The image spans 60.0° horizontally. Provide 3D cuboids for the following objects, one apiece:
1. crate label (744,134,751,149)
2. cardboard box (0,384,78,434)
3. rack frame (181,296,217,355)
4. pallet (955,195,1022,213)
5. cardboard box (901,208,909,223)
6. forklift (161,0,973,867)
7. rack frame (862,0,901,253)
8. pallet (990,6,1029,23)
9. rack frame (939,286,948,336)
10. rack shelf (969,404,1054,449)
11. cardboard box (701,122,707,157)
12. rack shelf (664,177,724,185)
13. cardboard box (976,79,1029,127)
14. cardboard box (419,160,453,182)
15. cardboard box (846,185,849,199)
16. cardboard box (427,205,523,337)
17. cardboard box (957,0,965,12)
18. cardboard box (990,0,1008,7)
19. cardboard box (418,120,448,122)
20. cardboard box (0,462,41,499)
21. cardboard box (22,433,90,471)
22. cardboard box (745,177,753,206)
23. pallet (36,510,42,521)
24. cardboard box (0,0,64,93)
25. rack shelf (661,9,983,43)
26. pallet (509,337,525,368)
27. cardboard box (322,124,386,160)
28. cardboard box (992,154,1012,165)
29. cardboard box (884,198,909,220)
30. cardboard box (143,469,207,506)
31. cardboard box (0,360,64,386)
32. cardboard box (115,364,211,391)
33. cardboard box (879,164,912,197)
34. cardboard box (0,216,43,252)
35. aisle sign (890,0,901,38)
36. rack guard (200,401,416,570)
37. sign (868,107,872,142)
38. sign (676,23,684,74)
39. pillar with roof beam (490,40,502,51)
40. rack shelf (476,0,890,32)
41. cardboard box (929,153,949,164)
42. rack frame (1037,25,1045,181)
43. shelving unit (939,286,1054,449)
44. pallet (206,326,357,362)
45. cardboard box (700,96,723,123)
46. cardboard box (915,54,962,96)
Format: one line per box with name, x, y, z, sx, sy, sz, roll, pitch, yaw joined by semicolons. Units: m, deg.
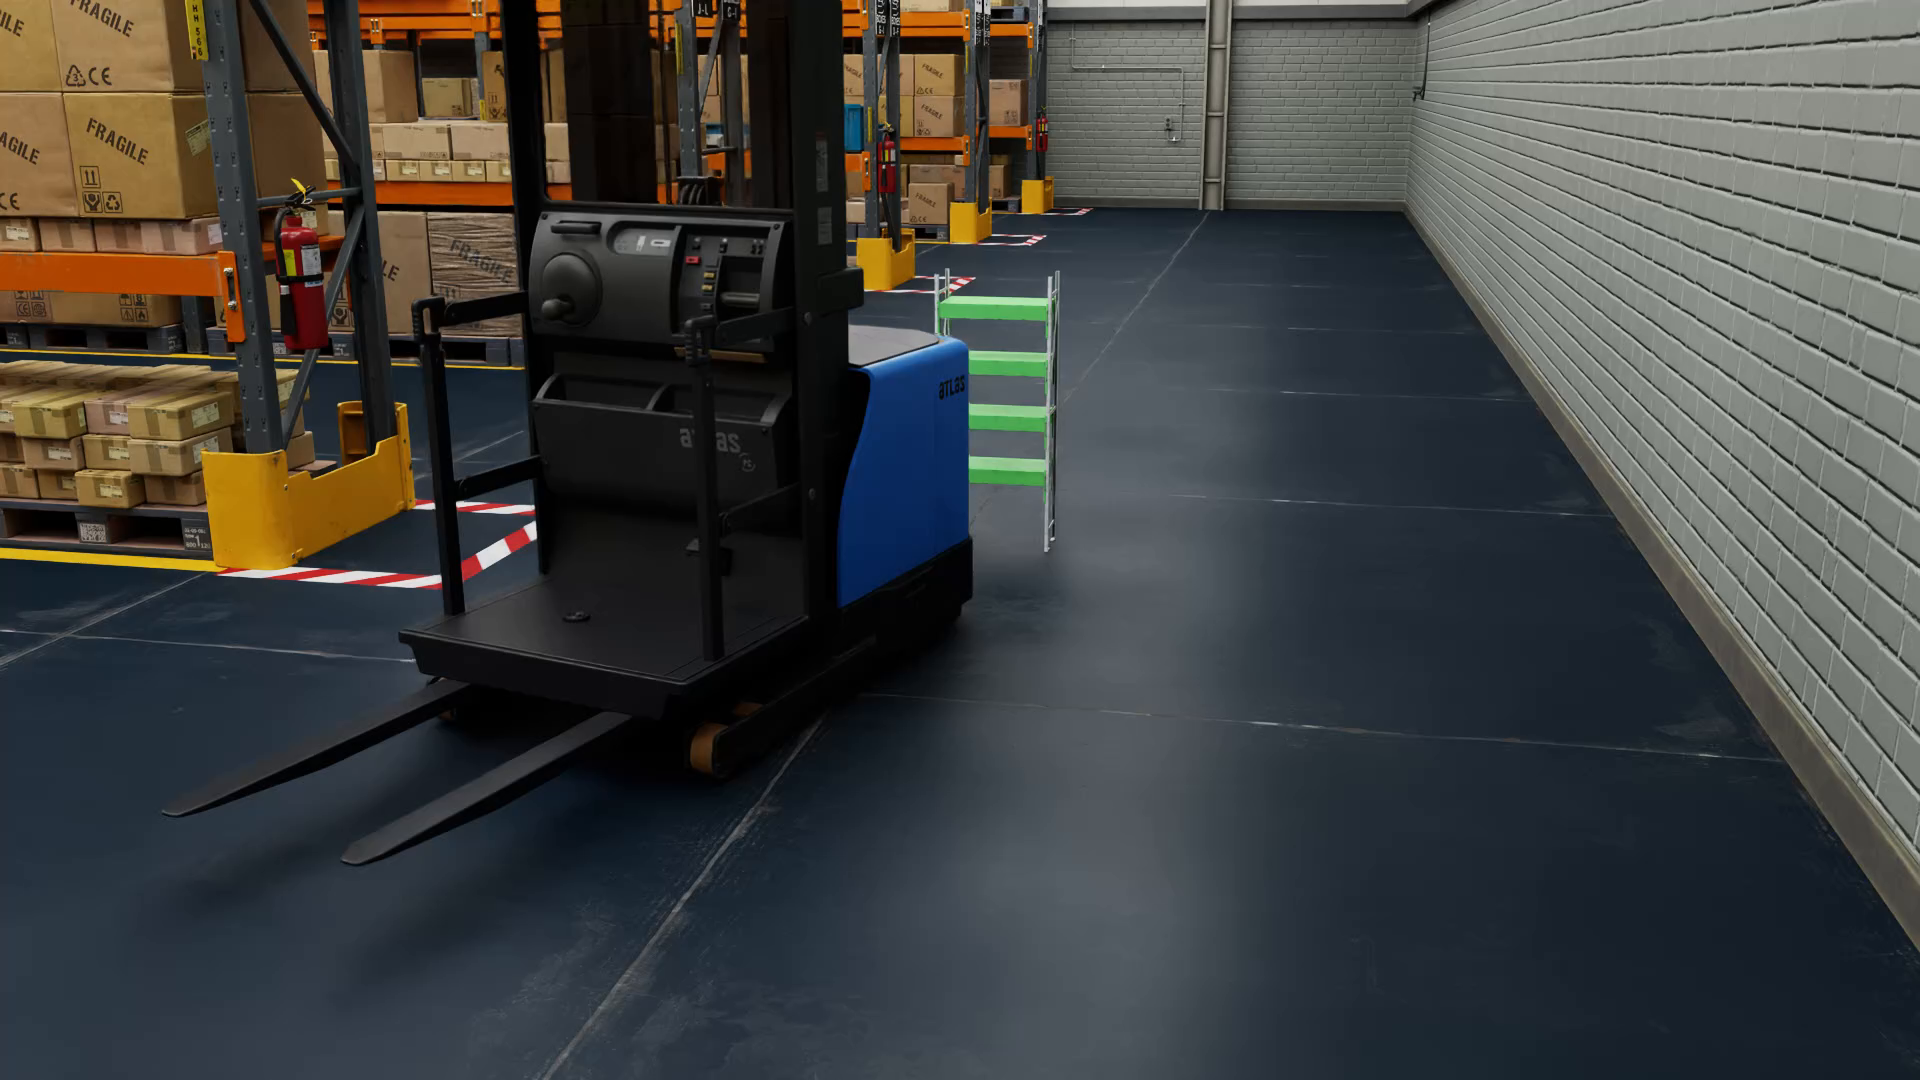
crate label;-2.164;-3.985;16.641;0.243;0.136;0.396;3;16;11
cardboard box;-4.168;-0.588;7.435;0.250;0.149;0.380;2;16;9
rack frame;-5.676;-2.977;12.619;0.127;3.000;1.000;3;16;11
pallet;0.406;-5.329;26.336;1.213;0.211;1.003;3;16;11
cardboard box;-0.740;-4.211;21.559;0.250;0.166;0.380;3;16;11
forklift;-1.051;-0.837;5.024;1.130;2.935;3.031;7;17;25
rack frame;-0.770;-4.060;16.528;0.127;3.000;1.000;3;16;11
pallet;0.476;-8.091;25.628;1.213;0.211;1.003;3;16;11
rack frame;-0.077;-0.582;7.346;0.006;1.046;0.228;3;16;11
rack shelf;0.162;-0.508;7.317;0.480;0.148;0.258;3;16;11
cardboard box;-2.173;-2.931;12.178;0.500;0.250;0.500;3;16;10
rack shelf;-3.716;-2.652;12.295;3.809;0.052;0.919;3;16;11
cardboard box;0.703;-6.820;25.933;0.700;0.700;0.980;4;16;14
cardboard box;-3.669;-2.657;11.936;0.250;0.149;0.380;3;16;12
cardboard box;-1.856;-4.478;21.892;0.637;0.503;0.797;3;16;11
cardboard box;-3.291;-2.004;12.300;0.875;0.875;0.875;3;16;11
cardboard box;-0.232;-6.822;21.164;0.500;0.250;0.500;3;16;11
cardboard box;0.434;-8.245;25.324;0.500;0.250;0.500;4;16;13
cardboard box;-4.184;-3.039;12.567;0.502;0.250;0.502;3;16;12
cardboard box;-4.160;-0.307;7.536;0.250;0.149;0.380;3;16;12
cardboard box;-3.928;-0.424;7.401;0.250;0.149;0.380;2;16;9
cardboard box;-3.084;-4.619;22.407;0.500;0.500;0.500;3;16;11
pallet;-4.899;-0.250;7.999;1.213;0.211;1.003;3;16;11
cardboard box;-3.839;-2.131;6.950;0.500;0.500;0.500;3;16;9
rack shelf;-1.739;-6.560;21.285;4.000;0.370;1.077;3;16;11
pallet;-2.556;-1.442;12.303;1.213;0.211;1.003;3;16;11
cardboard box;-4.273;-2.900;12.067;0.500;0.250;0.500;4;16;12
cardboard box;0.661;-6.018;26.280;0.250;0.149;0.380;3;16;11
cardboard box;-0.745;-4.372;21.982;0.500;0.250;0.500;3;16;11
cardboard box;-3.401;-0.274;7.415;0.250;0.149;0.380;3;16;12
cardboard box;-4.583;-0.769;8.087;0.250;0.149;0.380;3;16;12
cardboard box;-3.805;-0.734;7.961;0.250;0.149;0.380;3;16;11
cardboard box;-1.009;-5.740;26.489;0.500;0.500;0.700;3;16;12
cardboard box;-3.959;-1.334;7.159;0.250;0.149;0.380;4;16;13
aisle sign;-0.640;-5.386;16.448;0.004;0.787;0.394;3;16;11
rack guard;-2.918;-0.271;7.534;0.348;0.500;1.175;3;16;11
sign;-0.863;-3.993;15.984;0.005;0.325;0.100;3;16;11
sign;-1.878;-3.295;11.155;0.005;0.325;0.100;3;16;11
pillar with roof beam;-8.594;-9.137;23.621;0.400;9.000;9.100;3;16;11
rack shelf;-2.729;-5.265;16.608;4.000;0.370;1.077;3;16;11
cardboard box;-0.330;-6.072;26.473;0.250;0.149;0.380;3;16;12
rack frame;1.204;-6.650;25.881;0.053;2.616;0.949;3;16;11
shelving unit;0.159;-0.570;7.301;0.487;1.046;0.258;3;16;11
pallet;-4.947;-1.572;12.771;1.213;0.211;1.003;3;16;11
cardboard box;-3.253;-5.518;21.605;0.500;0.500;0.500;4;16;13
cardboard box;-0.270;-5.837;20.884;0.500;0.500;0.500;3;16;11
